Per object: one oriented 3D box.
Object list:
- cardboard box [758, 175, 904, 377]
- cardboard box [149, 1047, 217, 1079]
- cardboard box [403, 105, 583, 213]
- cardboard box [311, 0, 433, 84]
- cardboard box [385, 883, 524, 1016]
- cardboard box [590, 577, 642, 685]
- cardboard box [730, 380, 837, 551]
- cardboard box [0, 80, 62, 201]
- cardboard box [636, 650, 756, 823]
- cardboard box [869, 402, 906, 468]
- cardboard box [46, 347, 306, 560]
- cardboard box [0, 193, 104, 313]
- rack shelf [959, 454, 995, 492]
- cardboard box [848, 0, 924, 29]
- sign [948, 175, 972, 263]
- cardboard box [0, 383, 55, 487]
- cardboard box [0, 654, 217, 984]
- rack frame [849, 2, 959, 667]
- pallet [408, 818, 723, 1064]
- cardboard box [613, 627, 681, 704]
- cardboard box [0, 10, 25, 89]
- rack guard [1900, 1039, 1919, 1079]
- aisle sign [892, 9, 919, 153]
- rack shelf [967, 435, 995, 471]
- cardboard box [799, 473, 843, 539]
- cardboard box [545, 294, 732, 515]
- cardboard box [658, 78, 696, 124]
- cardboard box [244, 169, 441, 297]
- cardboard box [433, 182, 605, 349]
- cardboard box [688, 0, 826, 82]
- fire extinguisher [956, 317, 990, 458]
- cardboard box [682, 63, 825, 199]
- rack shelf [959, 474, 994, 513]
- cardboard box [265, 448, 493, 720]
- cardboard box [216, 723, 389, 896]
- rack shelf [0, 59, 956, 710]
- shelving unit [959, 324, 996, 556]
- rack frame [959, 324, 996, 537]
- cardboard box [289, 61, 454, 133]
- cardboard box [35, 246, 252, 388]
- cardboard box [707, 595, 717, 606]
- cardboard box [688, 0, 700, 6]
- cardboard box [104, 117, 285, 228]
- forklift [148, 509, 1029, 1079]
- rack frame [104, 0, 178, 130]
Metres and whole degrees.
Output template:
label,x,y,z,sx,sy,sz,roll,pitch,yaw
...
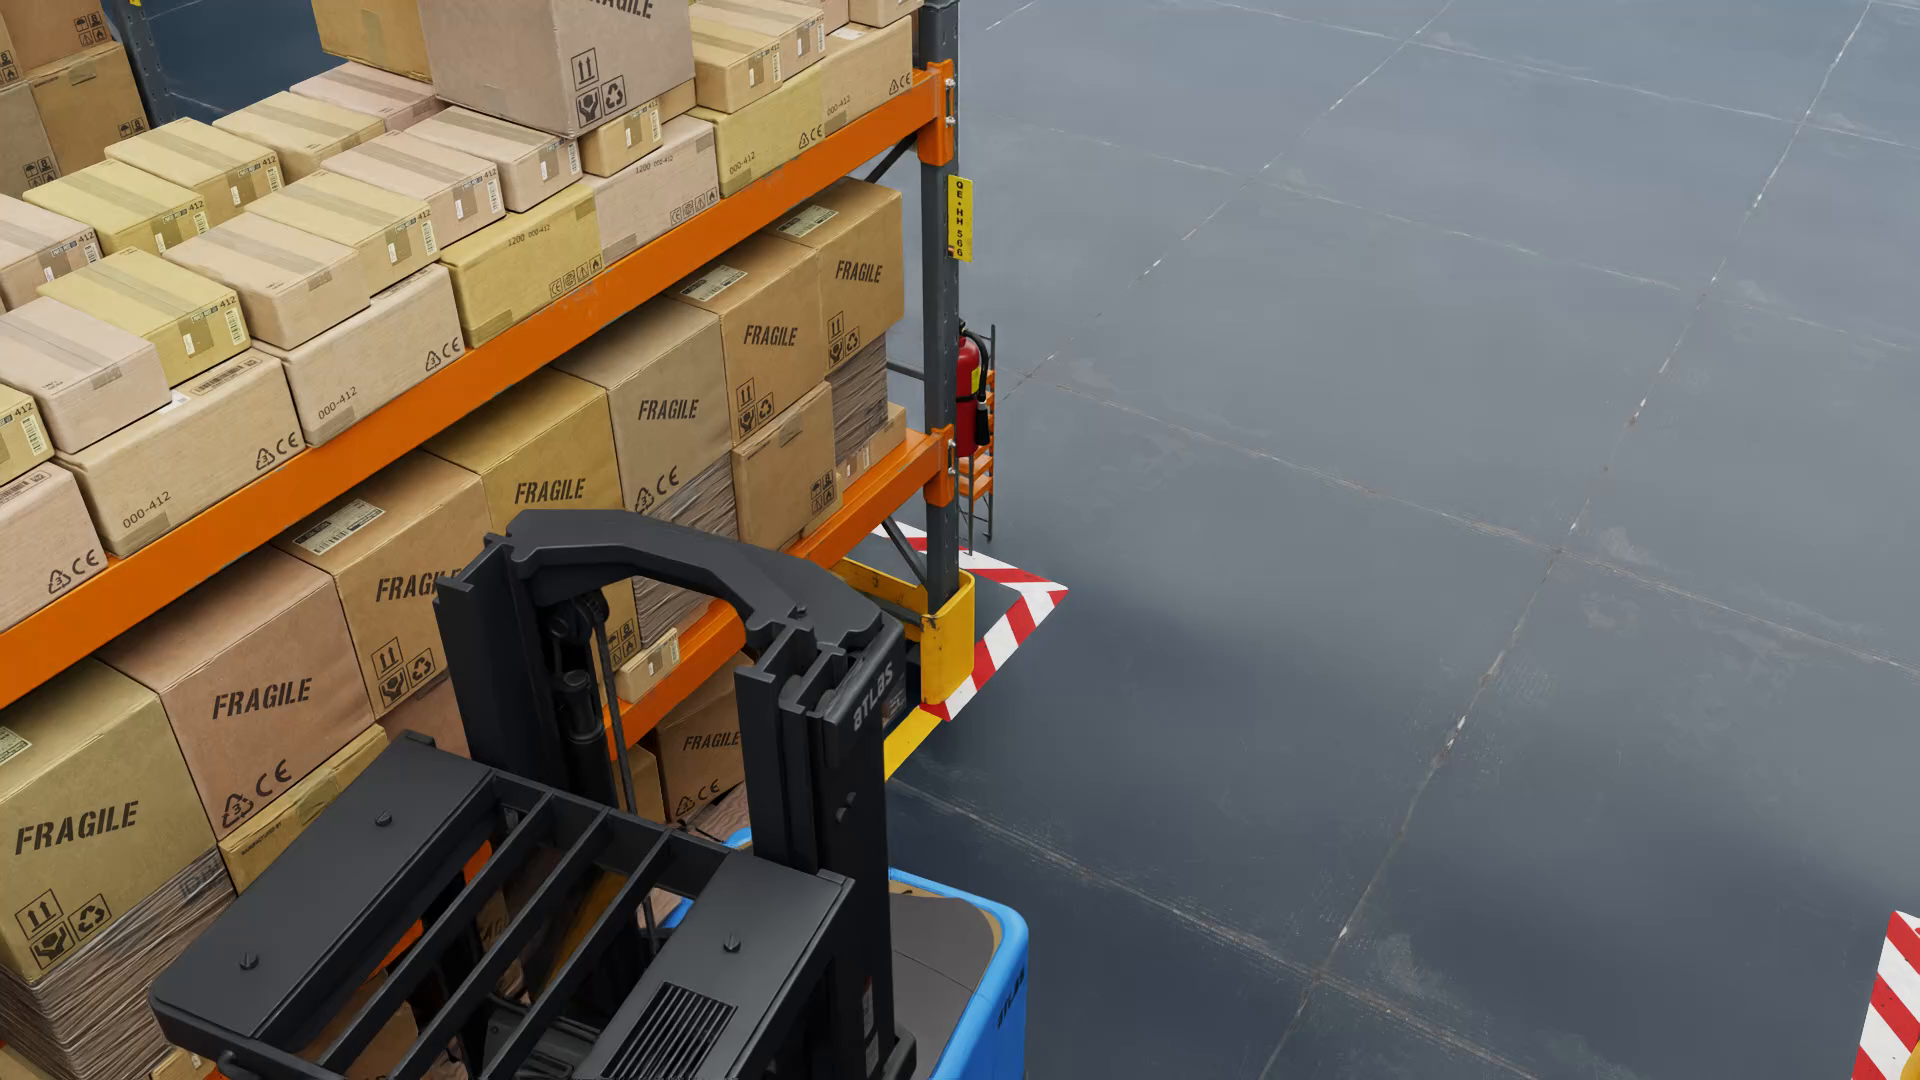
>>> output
label,x,y,z,sx,sy,sz,roll,pitch,yaw
cardboard box,-0.543,-0.961,5.835,0.500,0.500,0.500,21,42,25
cardboard box,-2.086,1.252,4.314,0.380,0.149,0.250,21,42,25
cardboard box,-1.232,-1.019,4.394,0.380,0.149,0.250,19,42,23
cardboard box,-1.480,-1.638,4.666,0.500,0.500,0.500,21,42,25
cardboard box,-1.785,1.277,5.780,0.500,0.500,0.500,17,41,21
cardboard box,-1.524,0.140,5.226,0.875,0.500,0.500,21,42,25
cardboard box,-0.941,-0.358,5.871,0.875,0.500,0.500,21,42,25
cardboard box,-5.028,-2.009,8.216,0.875,0.550,0.550,21,42,25
cardboard box,-1.097,0.687,6.544,0.500,0.500,0.500,-29,46,-32
cardboard box,-0.435,-0.458,6.533,0.380,0.149,0.250,21,42,25
cardboard box,-1.864,-0.261,3.737,0.500,0.250,0.500,21,42,25
cardboard box,-2.262,-0.675,3.947,0.380,0.149,0.250,20,42,24
rack shelf,0.008,-0.353,7.933,0.258,0.103,0.180,21,42,25
cardboard box,-0.342,-1.813,5.424,0.380,0.149,0.250,21,42,25
sign,0.001,-1.164,6.035,0.100,0.325,0.005,21,42,25
cardboard box,-2.081,-0.223,3.361,0.380,0.149,0.250,19,42,23
cardboard box,-2.144,0.588,3.826,0.500,0.500,0.500,21,42,25
rack frame,-0.457,-0.772,6.734,1.000,3.000,0.127,21,42,25
pallet,-1.617,1.405,6.194,1.003,0.211,1.213,21,42,25
cardboard box,-1.150,0.349,5.485,0.380,0.149,0.250,21,42,25
cardboard box,-5.039,-2.441,7.892,0.875,0.550,0.550,21,42,25
rack guard,3.724,1.893,5.325,1.175,0.500,0.348,21,42,25
aisle sign,-0.171,-1.736,5.855,0.394,0.787,0.004,21,42,25
rack shelf,0.008,-0.448,7.860,0.258,0.103,0.180,21,42,25
cardboard box,-0.660,-0.184,6.177,0.380,0.149,0.250,21,42,25
cardboard box,-1.076,-0.445,5.165,0.500,0.500,0.500,21,42,25
cardboard box,-0.987,-1.317,4.780,0.380,0.149,0.250,22,43,26
cardboard box,-1.499,-0.748,4.042,0.380,0.149,0.250,20,42,24
cardboard box,-1.313,-0.788,4.421,0.500,0.250,0.500,20,42,24
cardboard box,-0.635,-1.541,5.071,0.380,0.149,0.250,19,42,23
fire extinguisher,-0.007,-0.650,6.639,0.296,0.674,0.183,21,42,25
cardboard box,-0.766,-1.311,5.099,0.500,0.250,0.500,21,43,25
rack shelf,0.008,-0.258,8.007,0.258,0.103,0.180,21,42,25
cardboard box,-1.609,0.072,4.495,0.500,0.500,0.500,21,42,25
cardboard box,-2.009,0.675,4.532,0.875,0.500,0.500,21,42,25
rack shelf,-1.529,-0.644,4.701,1.077,0.370,4.000,21,42,25
shelving unit,0.008,-0.483,7.833,0.258,1.200,0.189,21,42,25
rack frame,0.057,-0.530,7.894,0.240,1.200,0.006,21,42,25
cardboard box,-1.620,-1.189,4.614,0.380,0.149,0.250,21,42,25
cardboard box,-1.822,-0.497,3.716,0.380,0.149,0.250,22,43,26
cardboard box,-0.976,0.055,5.867,0.380,0.149,0.250,21,42,25
cardboard box,-1.052,-1.720,5.303,0.380,0.149,0.250,20,42,24
cardboard box,-1.968,-0.940,4.291,0.380,0.149,0.250,23,43,27
forklift,-0.821,1.519,3.818,1.130,2.935,3.031,15,40,18
rack frame,-4.591,-2.447,8.906,1.000,3.000,0.127,21,42,25
